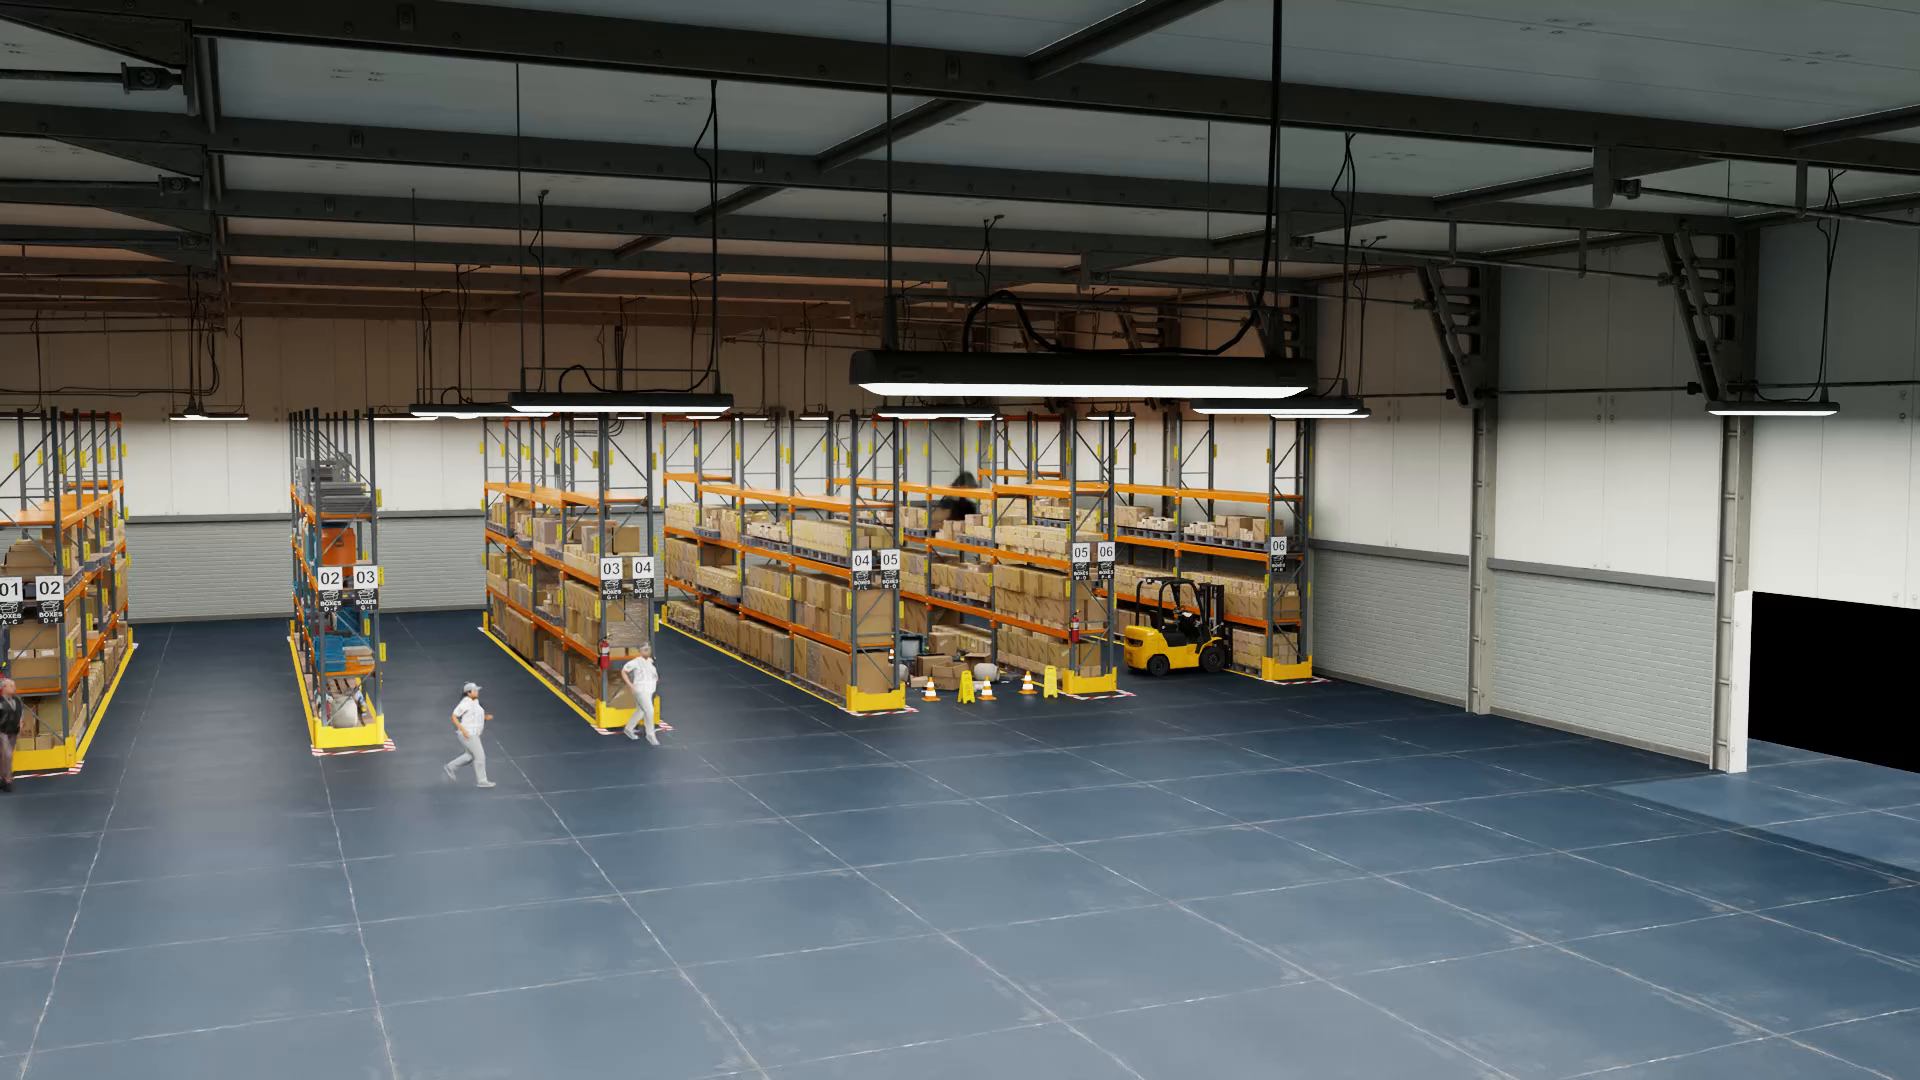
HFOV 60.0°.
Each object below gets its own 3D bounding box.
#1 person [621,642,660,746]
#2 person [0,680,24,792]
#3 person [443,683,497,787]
[{"bbox_3d":[-5.679,2.750,29.900,0.822,1.837,0.685,1,4,17],"label":"person"},{"bbox_3d":[-15.052,3.052,26.211,0.856,1.694,0.701,1,4,19],"label":"person"},{"bbox_3d":[-7.716,3.058,26.117,0.837,1.644,0.610,0,4,1],"label":"person"}]
